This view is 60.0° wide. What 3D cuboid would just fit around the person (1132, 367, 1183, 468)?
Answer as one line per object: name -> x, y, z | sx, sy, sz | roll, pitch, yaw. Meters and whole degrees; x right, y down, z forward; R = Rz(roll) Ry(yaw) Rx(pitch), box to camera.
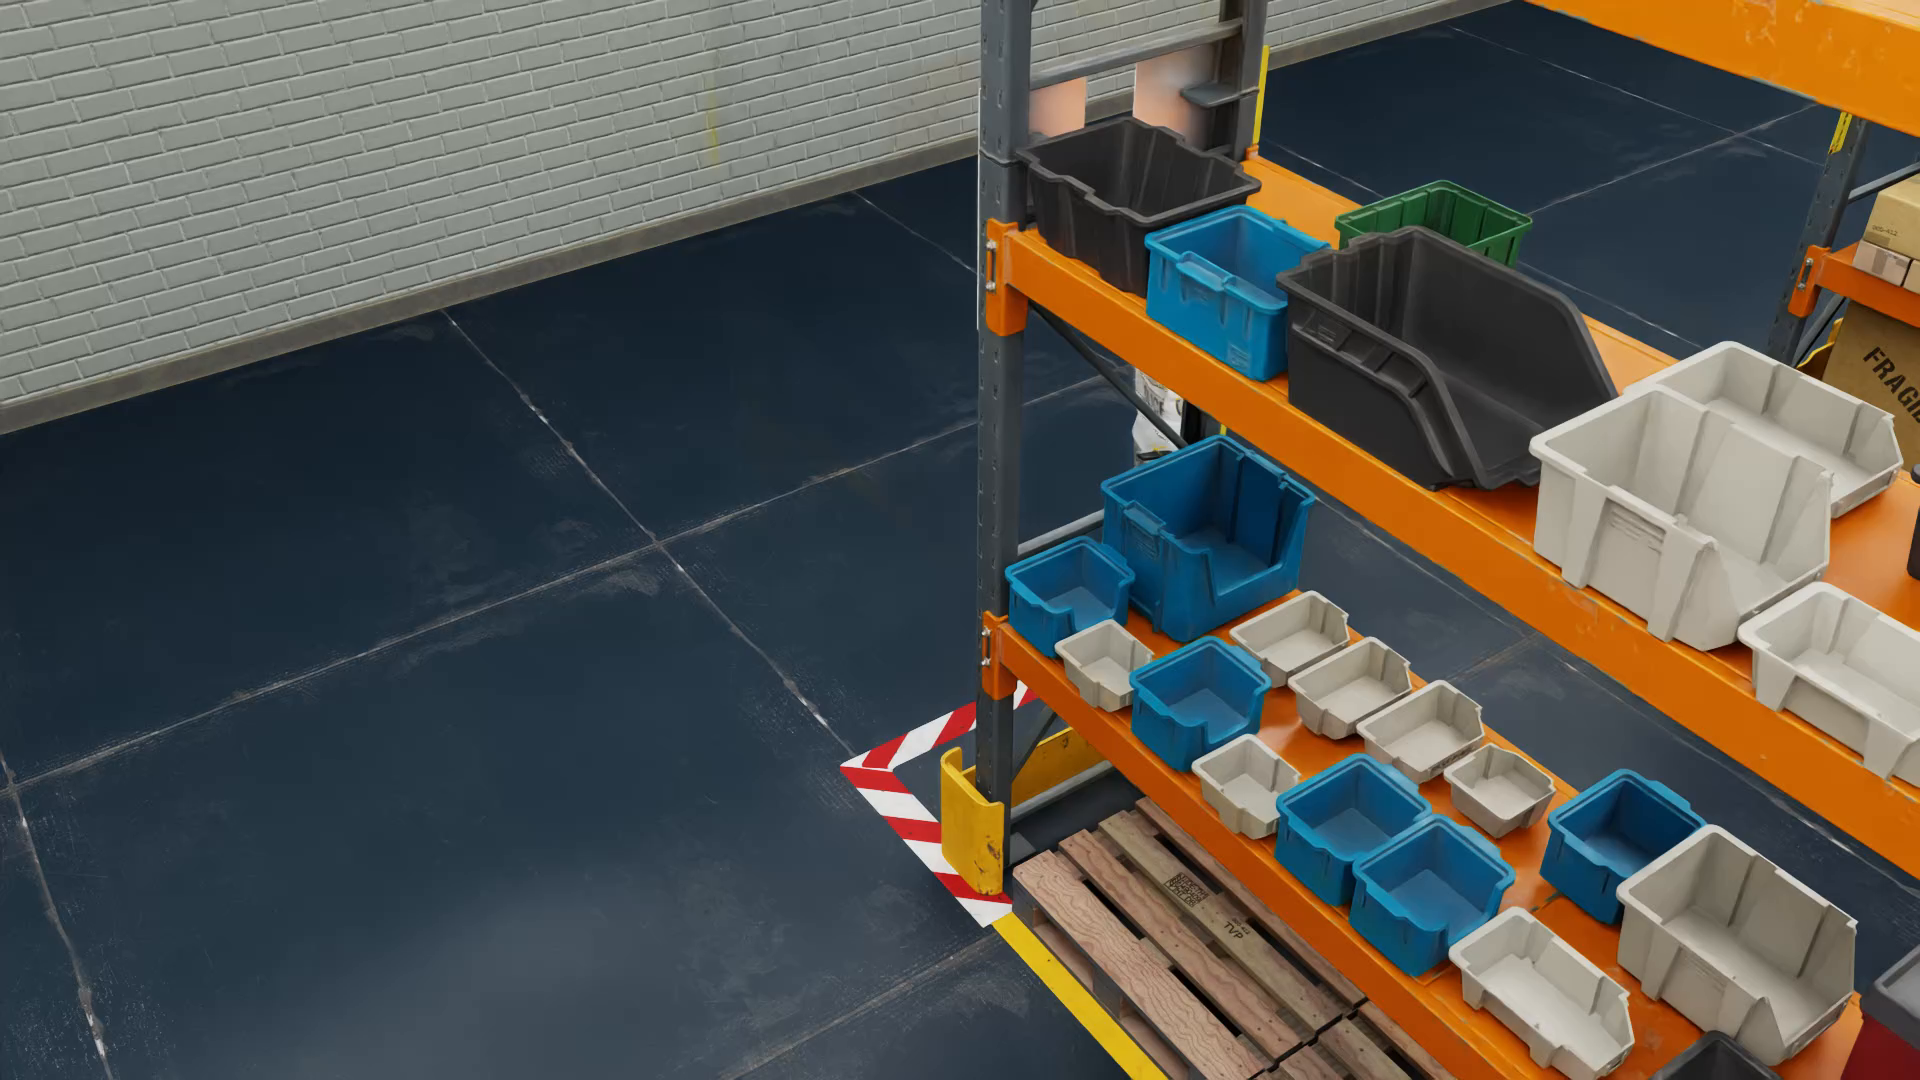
person -> 1.009, -0.418, 7.539 | 0.732, 1.641, 0.524 | -10, 38, -13
